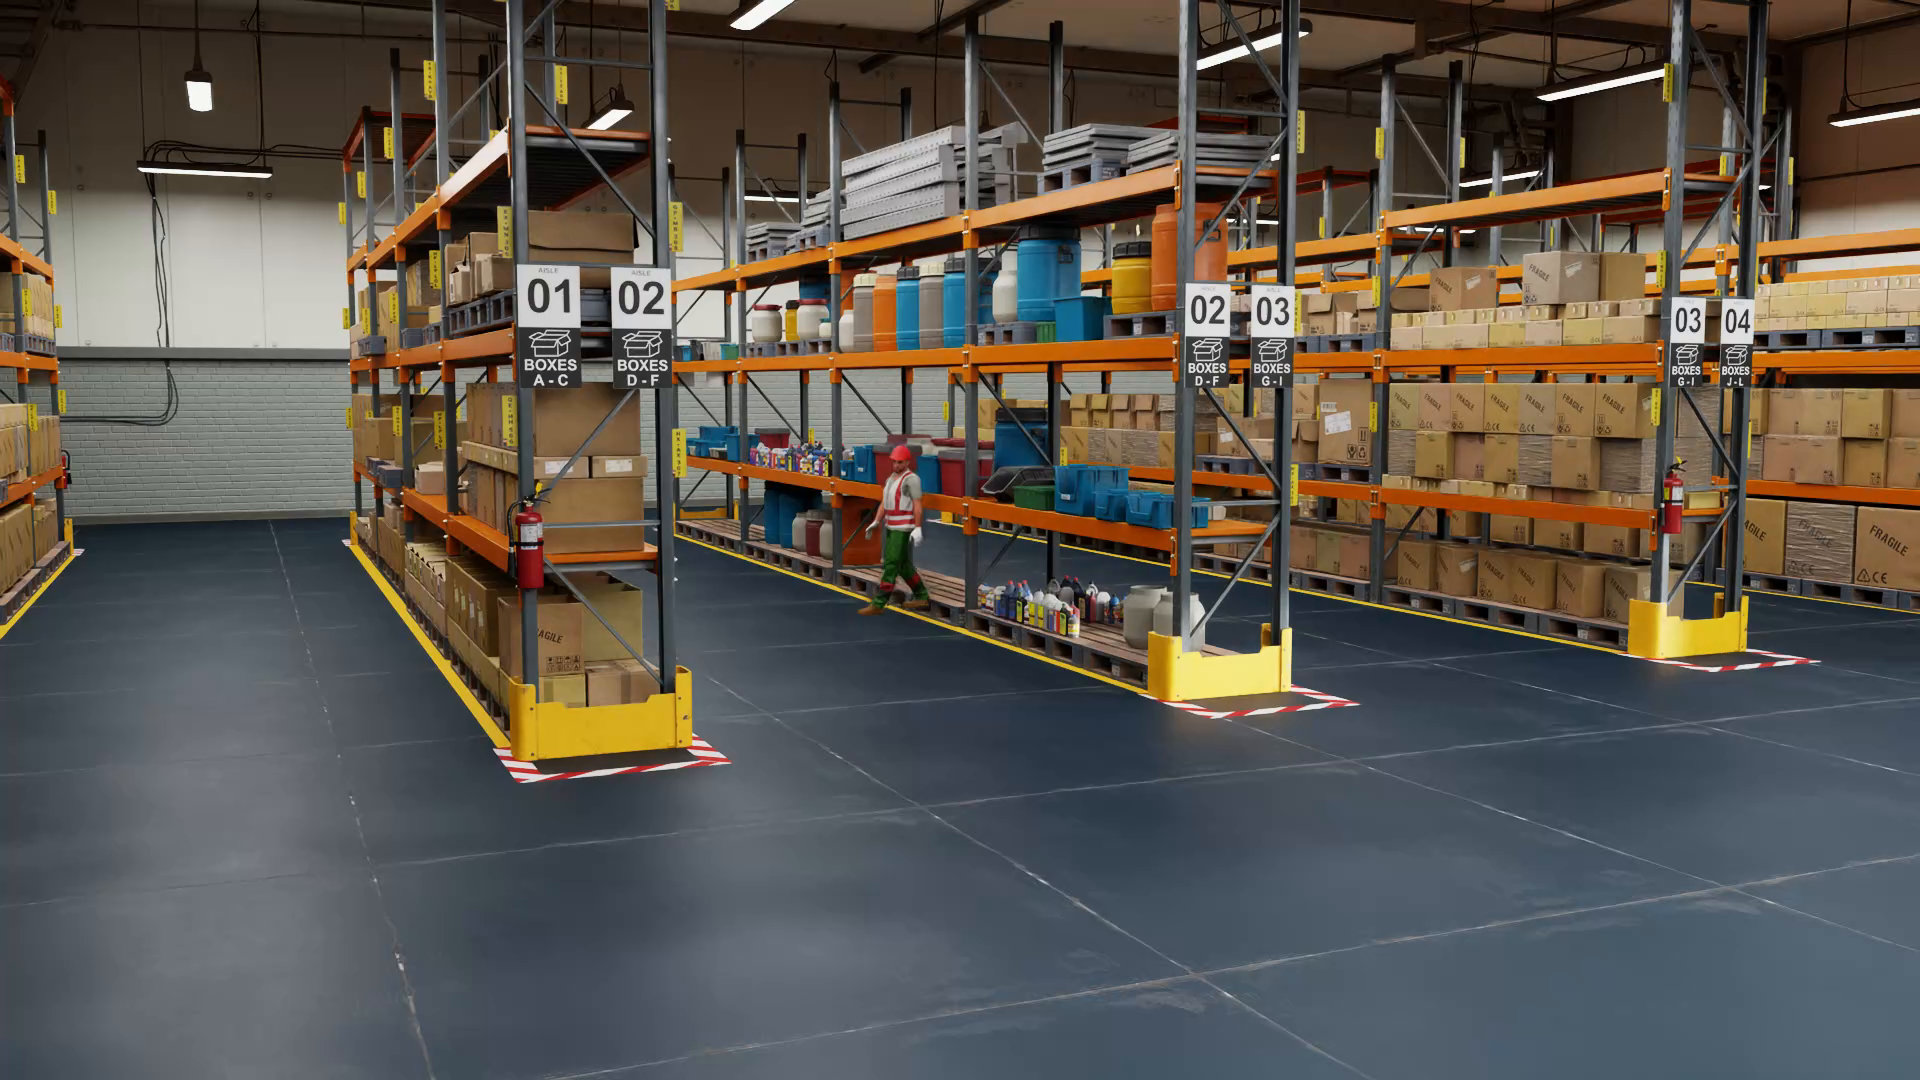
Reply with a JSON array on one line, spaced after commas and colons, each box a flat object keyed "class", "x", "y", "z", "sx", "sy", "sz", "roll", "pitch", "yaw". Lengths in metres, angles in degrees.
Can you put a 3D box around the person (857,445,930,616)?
[{"class": "person", "x": -0.703, "y": -0.112, "z": 17.253, "sx": 0.842, "sy": 1.750, "sz": 0.630, "roll": -2, "pitch": 6, "yaw": -22}]
